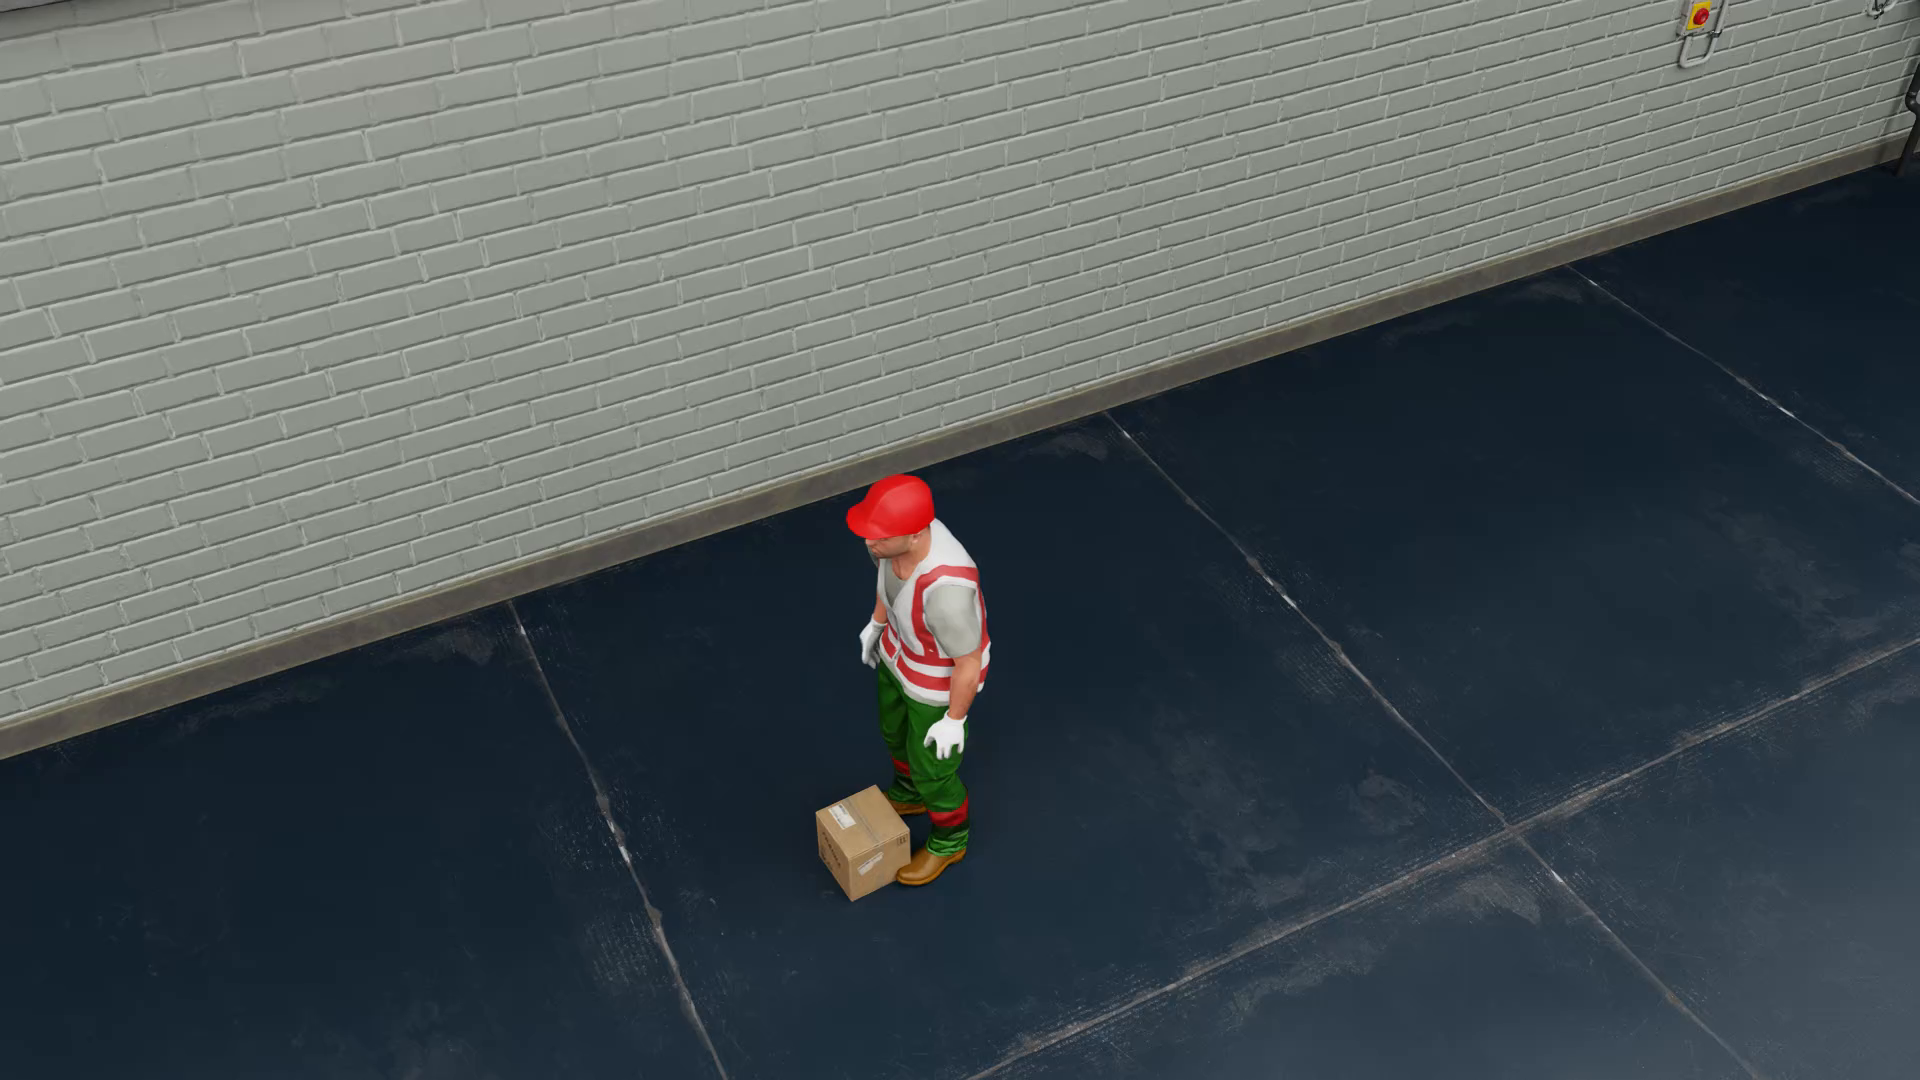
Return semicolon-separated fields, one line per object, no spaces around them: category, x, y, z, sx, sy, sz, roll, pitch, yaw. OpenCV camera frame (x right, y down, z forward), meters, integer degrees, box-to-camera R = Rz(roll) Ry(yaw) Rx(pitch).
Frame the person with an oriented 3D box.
person;-0.147;0.460;5.615;0.454;1.779;0.620;-20;45;-21
